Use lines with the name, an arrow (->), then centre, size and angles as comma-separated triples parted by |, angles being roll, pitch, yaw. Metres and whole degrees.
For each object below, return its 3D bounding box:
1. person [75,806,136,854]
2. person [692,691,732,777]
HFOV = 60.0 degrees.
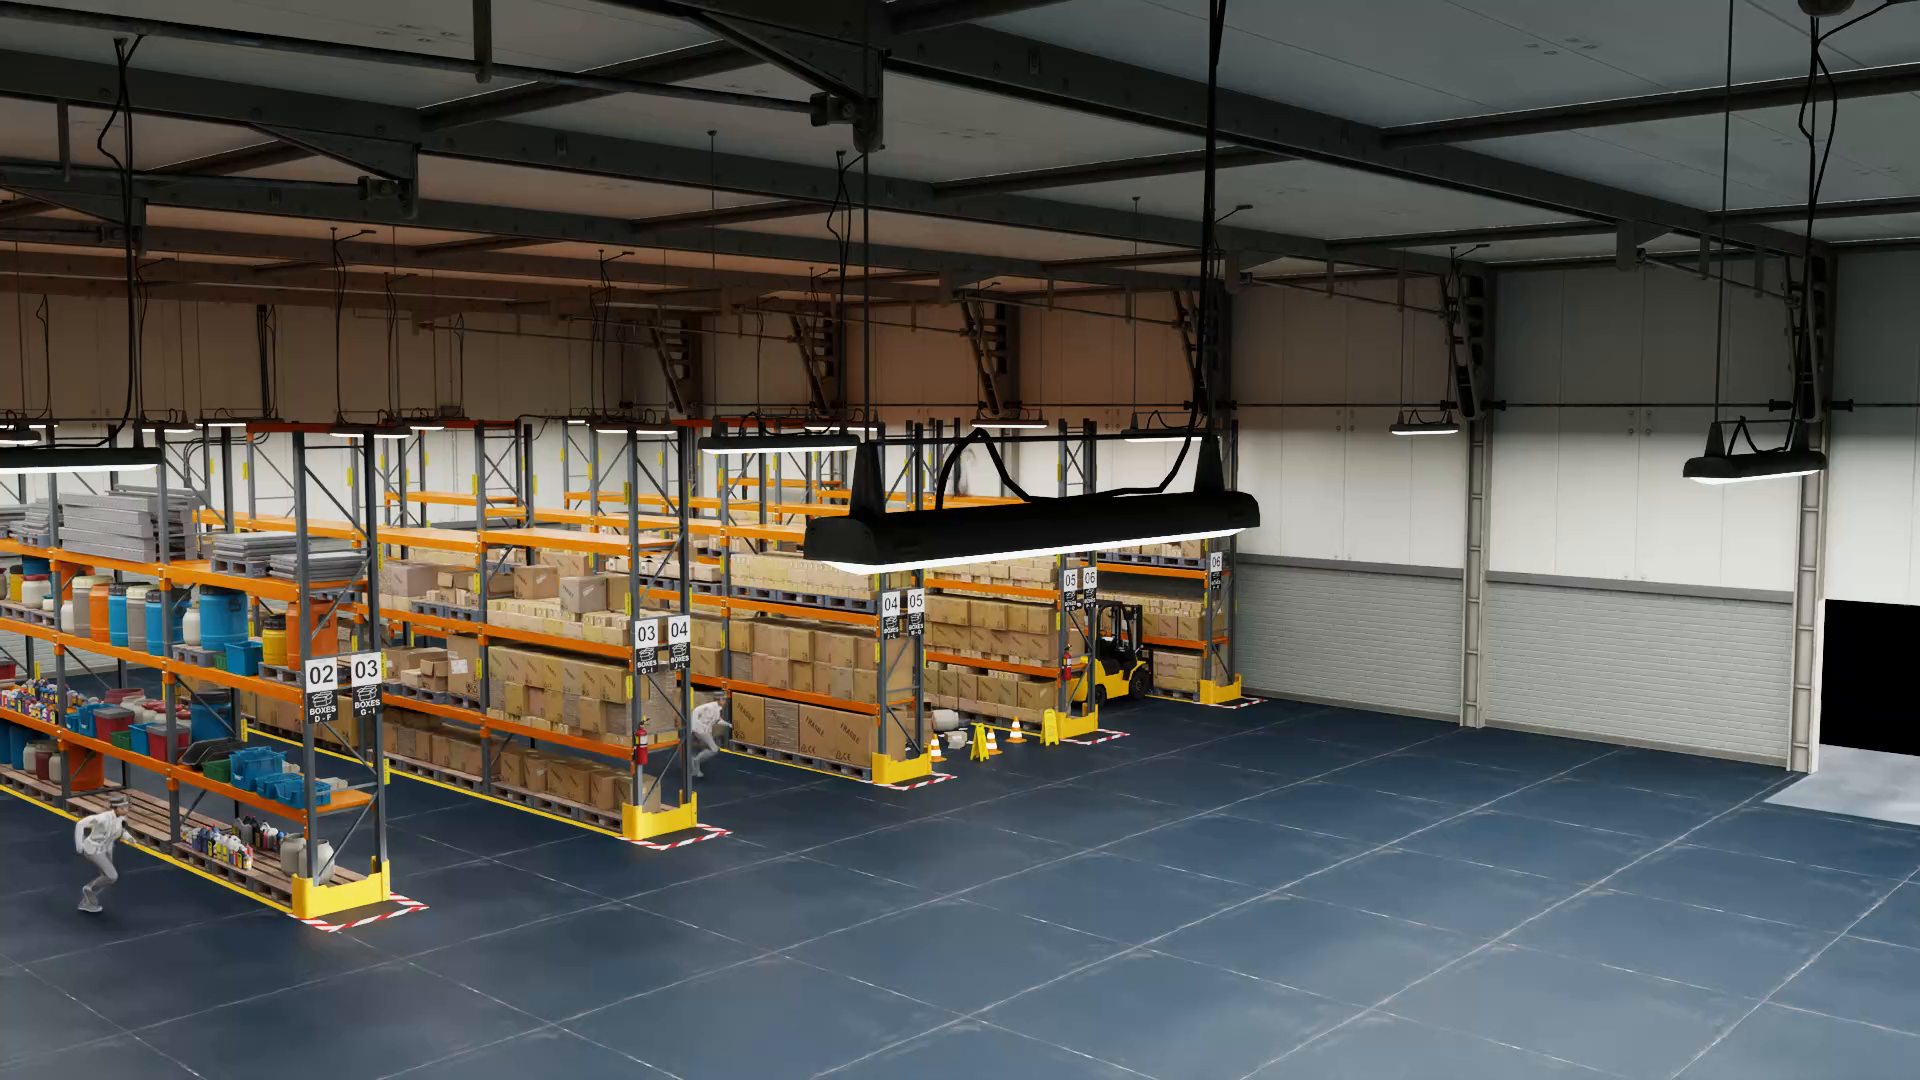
person -> -10.539, 3.528, 20.550 | 0.656, 0.724, 0.645 | 1, 5, 11
person -> -4.273, 3.290, 28.116 | 0.820, 1.497, 0.645 | 1, 5, 15
